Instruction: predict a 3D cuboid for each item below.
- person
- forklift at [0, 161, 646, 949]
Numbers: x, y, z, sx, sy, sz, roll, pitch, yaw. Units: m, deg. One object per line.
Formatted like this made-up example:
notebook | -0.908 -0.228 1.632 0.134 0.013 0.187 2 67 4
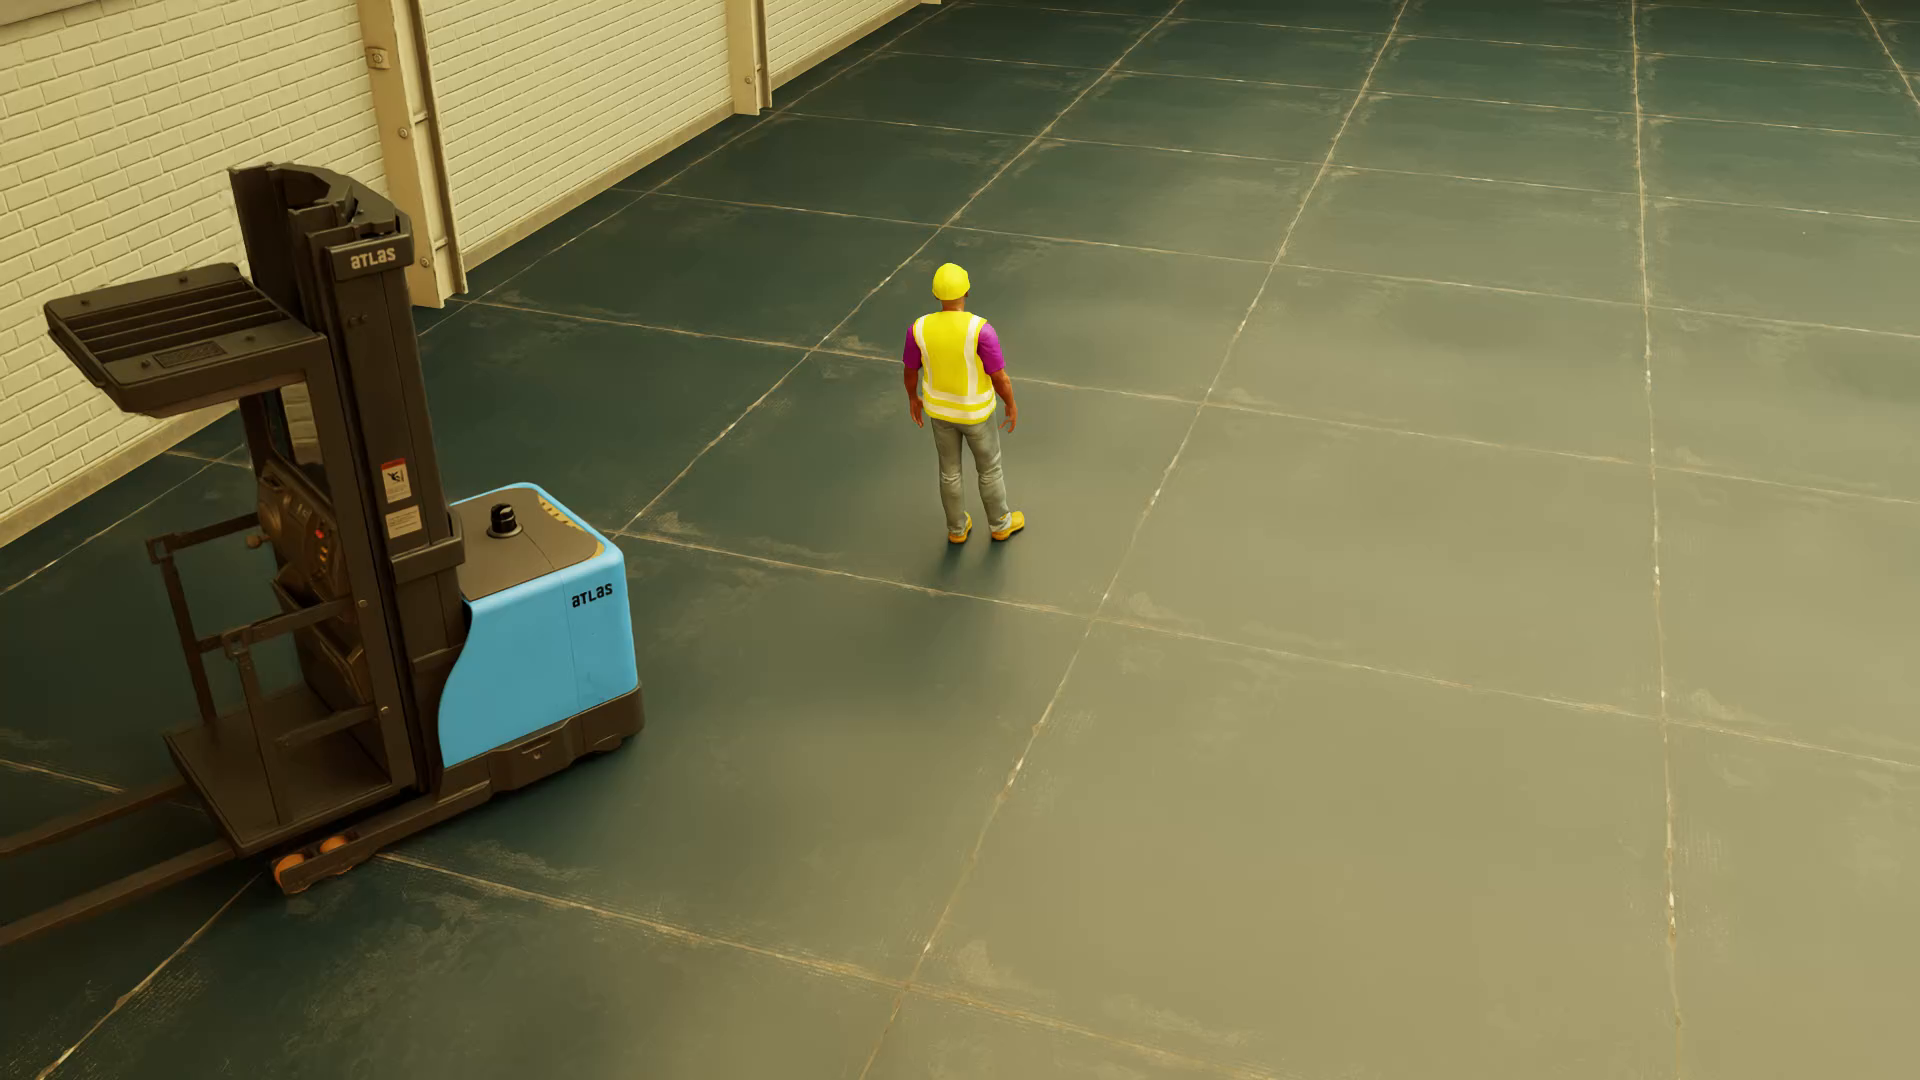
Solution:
person | 0.028 -0.805 9.710 0.666 1.765 0.577 10 31 16
forklift | -3.038 -0.008 7.151 3.031 2.935 1.130 -22 36 -34
